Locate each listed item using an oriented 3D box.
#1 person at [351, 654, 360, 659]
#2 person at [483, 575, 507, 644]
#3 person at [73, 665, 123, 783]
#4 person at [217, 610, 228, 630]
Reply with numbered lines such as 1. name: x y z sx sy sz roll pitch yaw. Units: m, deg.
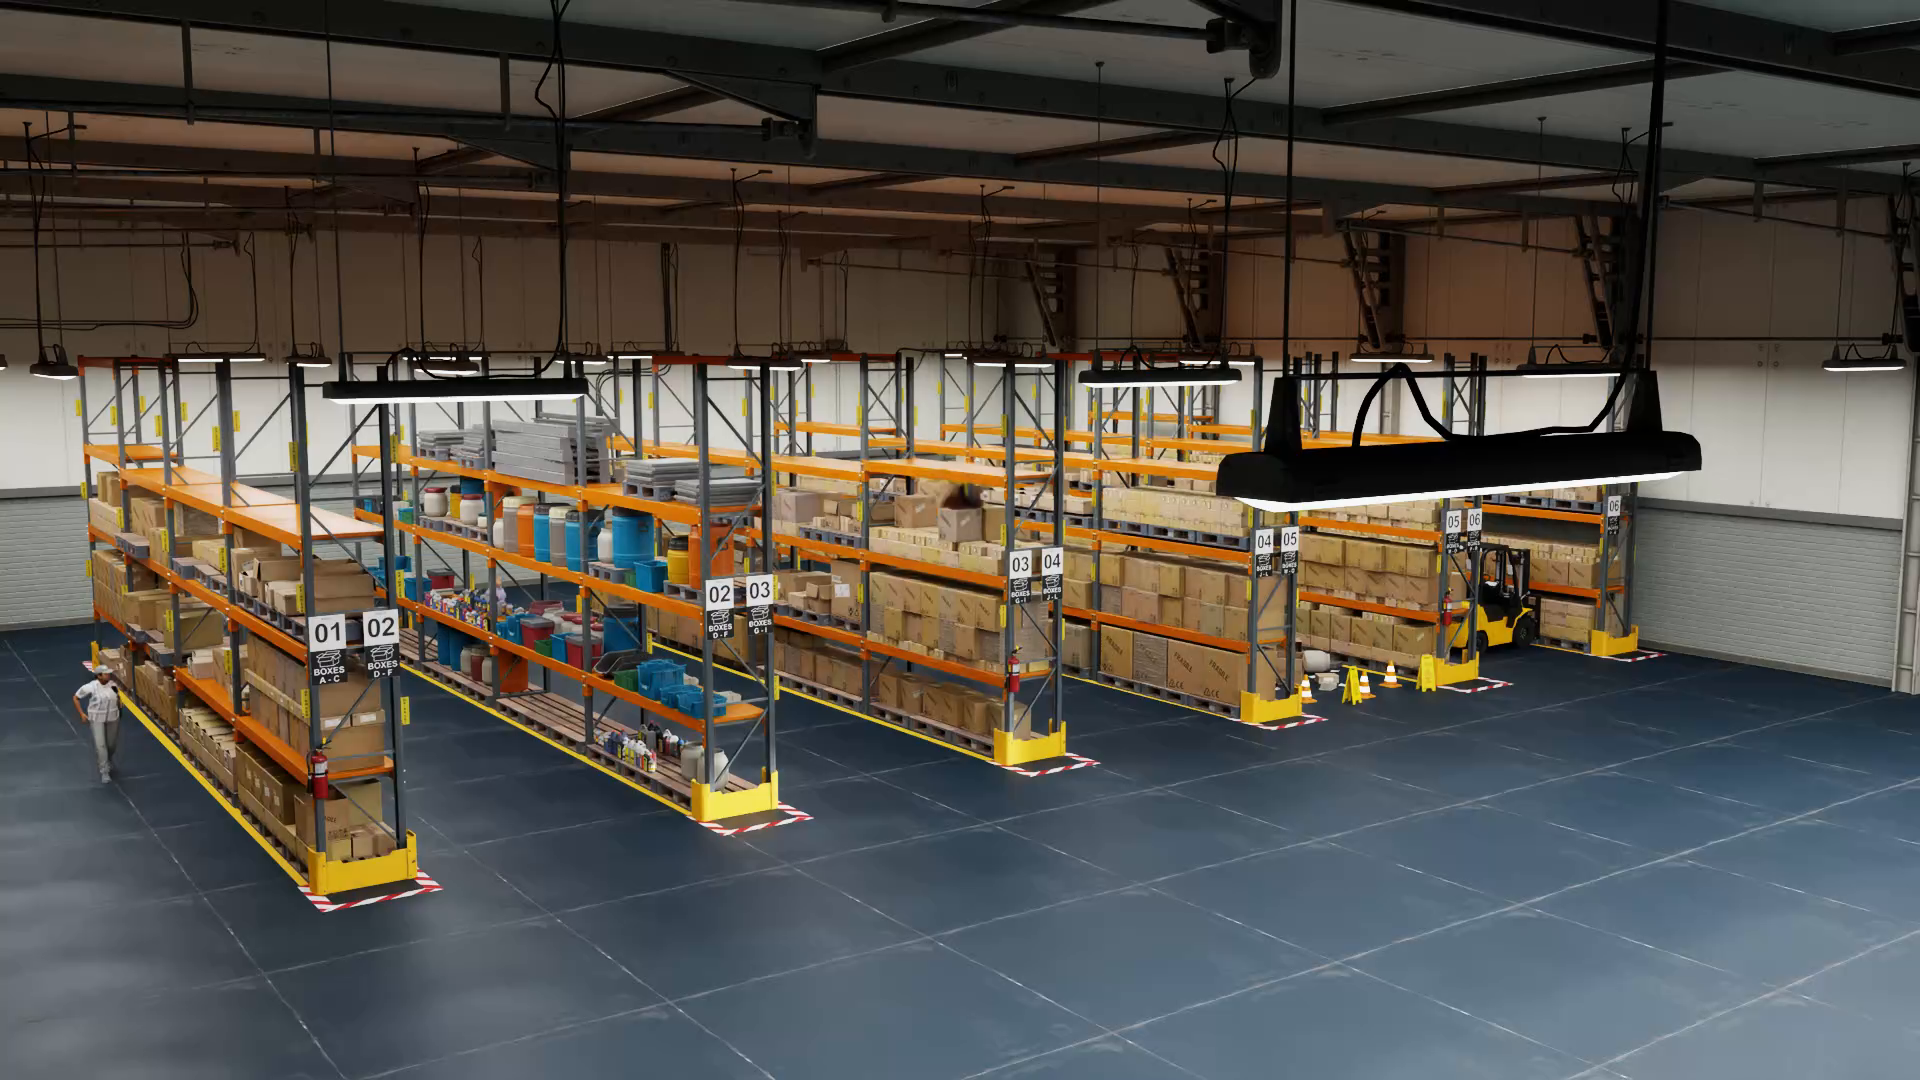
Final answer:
1. person: -9.199 2.466 25.440 0.382 1.605 0.447 -5 8 -35
2. person: -9.295 1.486 33.336 0.846 1.598 0.512 5 9 38
3. person: -12.364 2.599 23.894 0.642 1.620 1.028 -5 8 -34
4. person: -15.081 1.373 33.528 0.474 1.759 0.627 1 7 9
